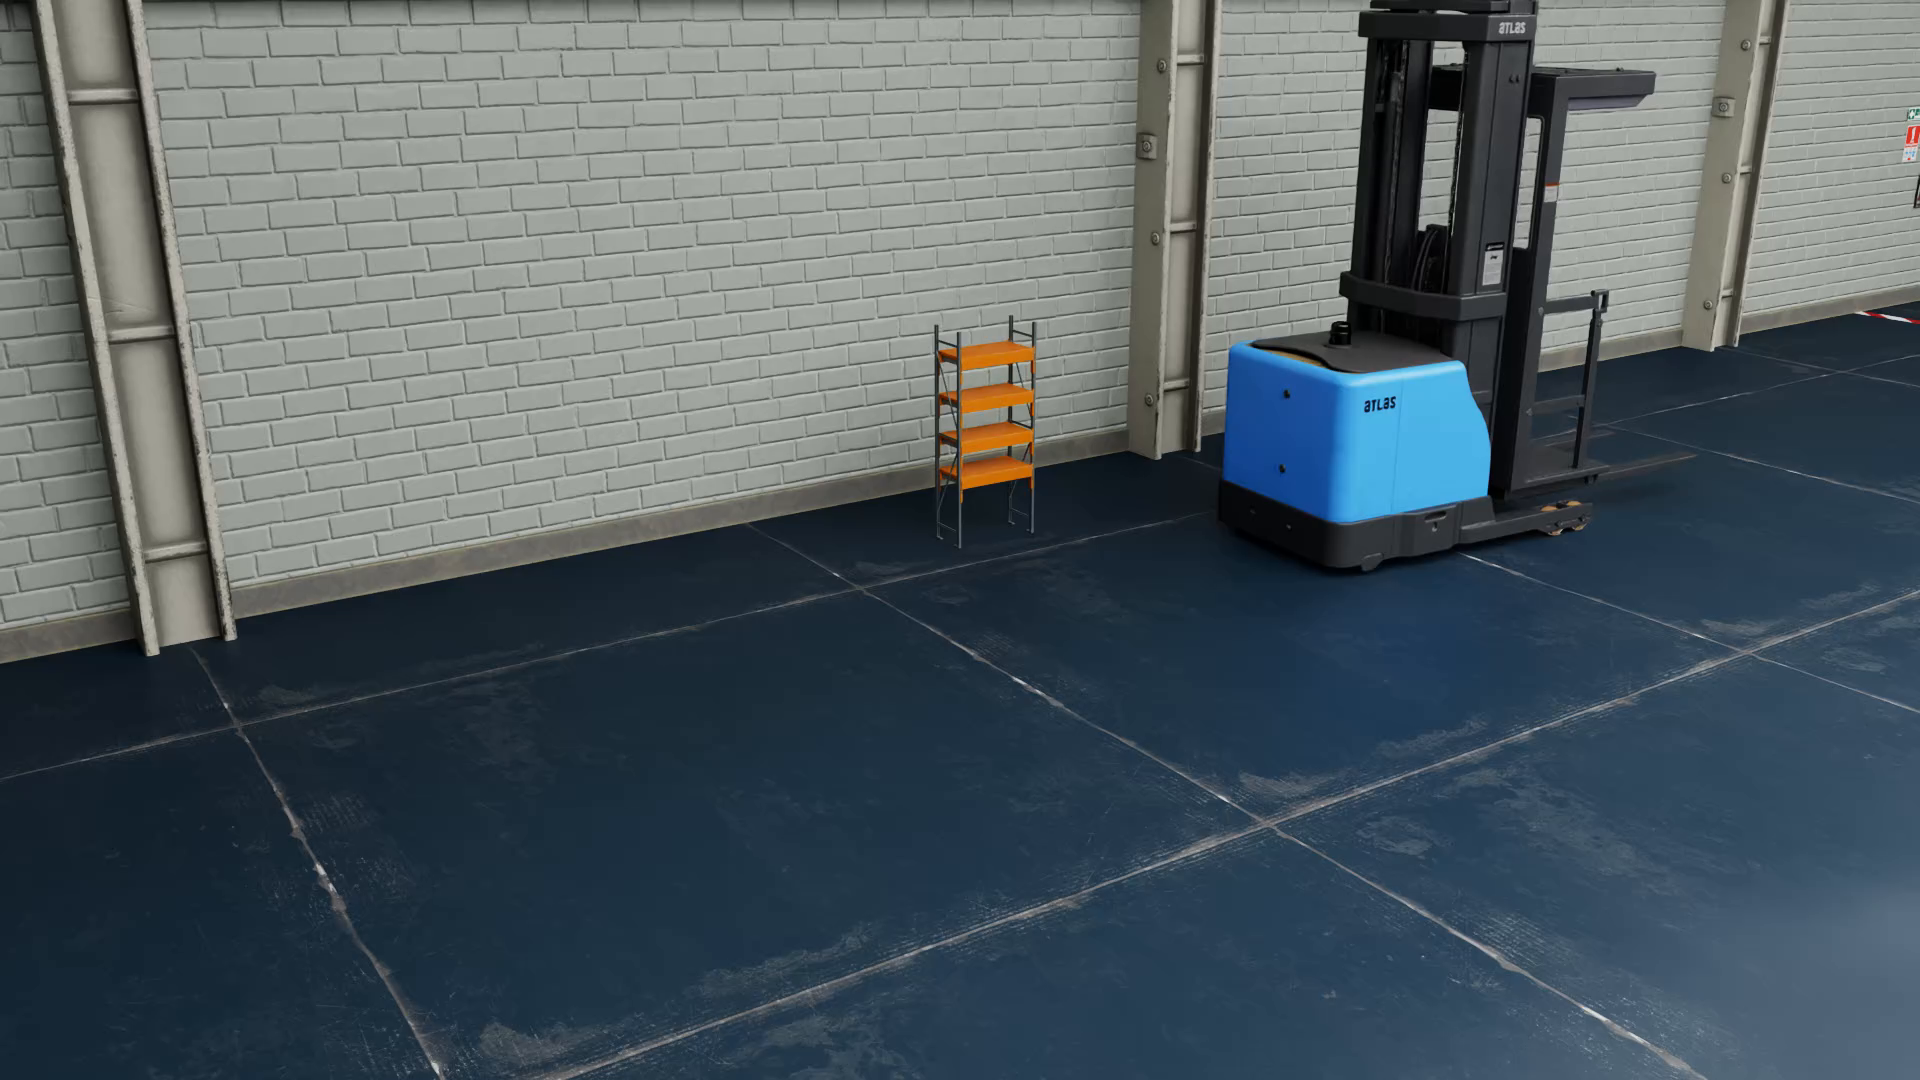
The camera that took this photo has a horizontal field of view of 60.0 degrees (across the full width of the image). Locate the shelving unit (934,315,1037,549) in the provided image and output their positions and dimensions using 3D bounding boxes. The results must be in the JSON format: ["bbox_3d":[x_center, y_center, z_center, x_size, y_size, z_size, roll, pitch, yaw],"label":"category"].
[{"bbox_3d":[0.138,-0.598,9.139,0.503,1.200,0.258,-12,22,-31],"label":"shelving unit"}]

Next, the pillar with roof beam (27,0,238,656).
[{"bbox_3d":[-1.299,-2.651,3.035,0.400,9.000,9.100,-12,22,-31],"label":"pillar with roof beam"}]

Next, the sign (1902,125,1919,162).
[{"bbox_3d":[8.764,-3.653,15.310,0.234,0.329,0.001,-12,22,-31],"label":"sign"}]

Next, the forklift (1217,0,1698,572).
[{"bbox_3d":[2.990,-1.547,9.244,3.031,2.935,1.130,-10,21,-28],"label":"forklift"}]

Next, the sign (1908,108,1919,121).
[{"bbox_3d":[8.772,-3.902,15.221,0.331,0.109,0.001,-12,22,-31],"label":"sign"}]

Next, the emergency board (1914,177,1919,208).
[{"bbox_3d":[9.265,-3.709,15.532,0.626,1.169,0.157,-12,22,-31],"label":"emergency board"}]

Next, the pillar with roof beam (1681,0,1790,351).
[{"bbox_3d":[8.724,-4.764,9.287,0.400,9.000,9.100,-12,22,-31],"label":"pillar with roof beam"}]

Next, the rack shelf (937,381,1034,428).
[{"bbox_3d":[0.138,-0.746,9.089,0.480,0.148,0.258,-12,22,-31],"label":"rack shelf"}]

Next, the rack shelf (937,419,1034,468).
[{"bbox_3d":[0.138,-0.534,9.160,0.480,0.148,0.258,-12,22,-31],"label":"rack shelf"}]

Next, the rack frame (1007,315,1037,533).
[{"bbox_3d":[0.342,-0.641,9.266,0.015,1.200,0.240,-12,22,-31],"label":"rack frame"}]

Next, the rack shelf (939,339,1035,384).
[{"bbox_3d":[0.138,-0.970,9.013,0.480,0.148,0.258,-12,22,-31],"label":"rack shelf"}]

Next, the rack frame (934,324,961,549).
[{"bbox_3d":[-0.066,-0.555,9.012,0.015,1.200,0.240,-12,22,-31],"label":"rack frame"}]

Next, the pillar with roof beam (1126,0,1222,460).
[{"bbox_3d":[3.713,-3.708,6.161,0.400,9.000,9.100,-12,22,-31],"label":"pillar with roof beam"}]

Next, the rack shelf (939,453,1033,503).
[{"bbox_3d":[0.138,-0.346,9.224,0.480,0.148,0.258,-12,22,-31],"label":"rack shelf"}]
